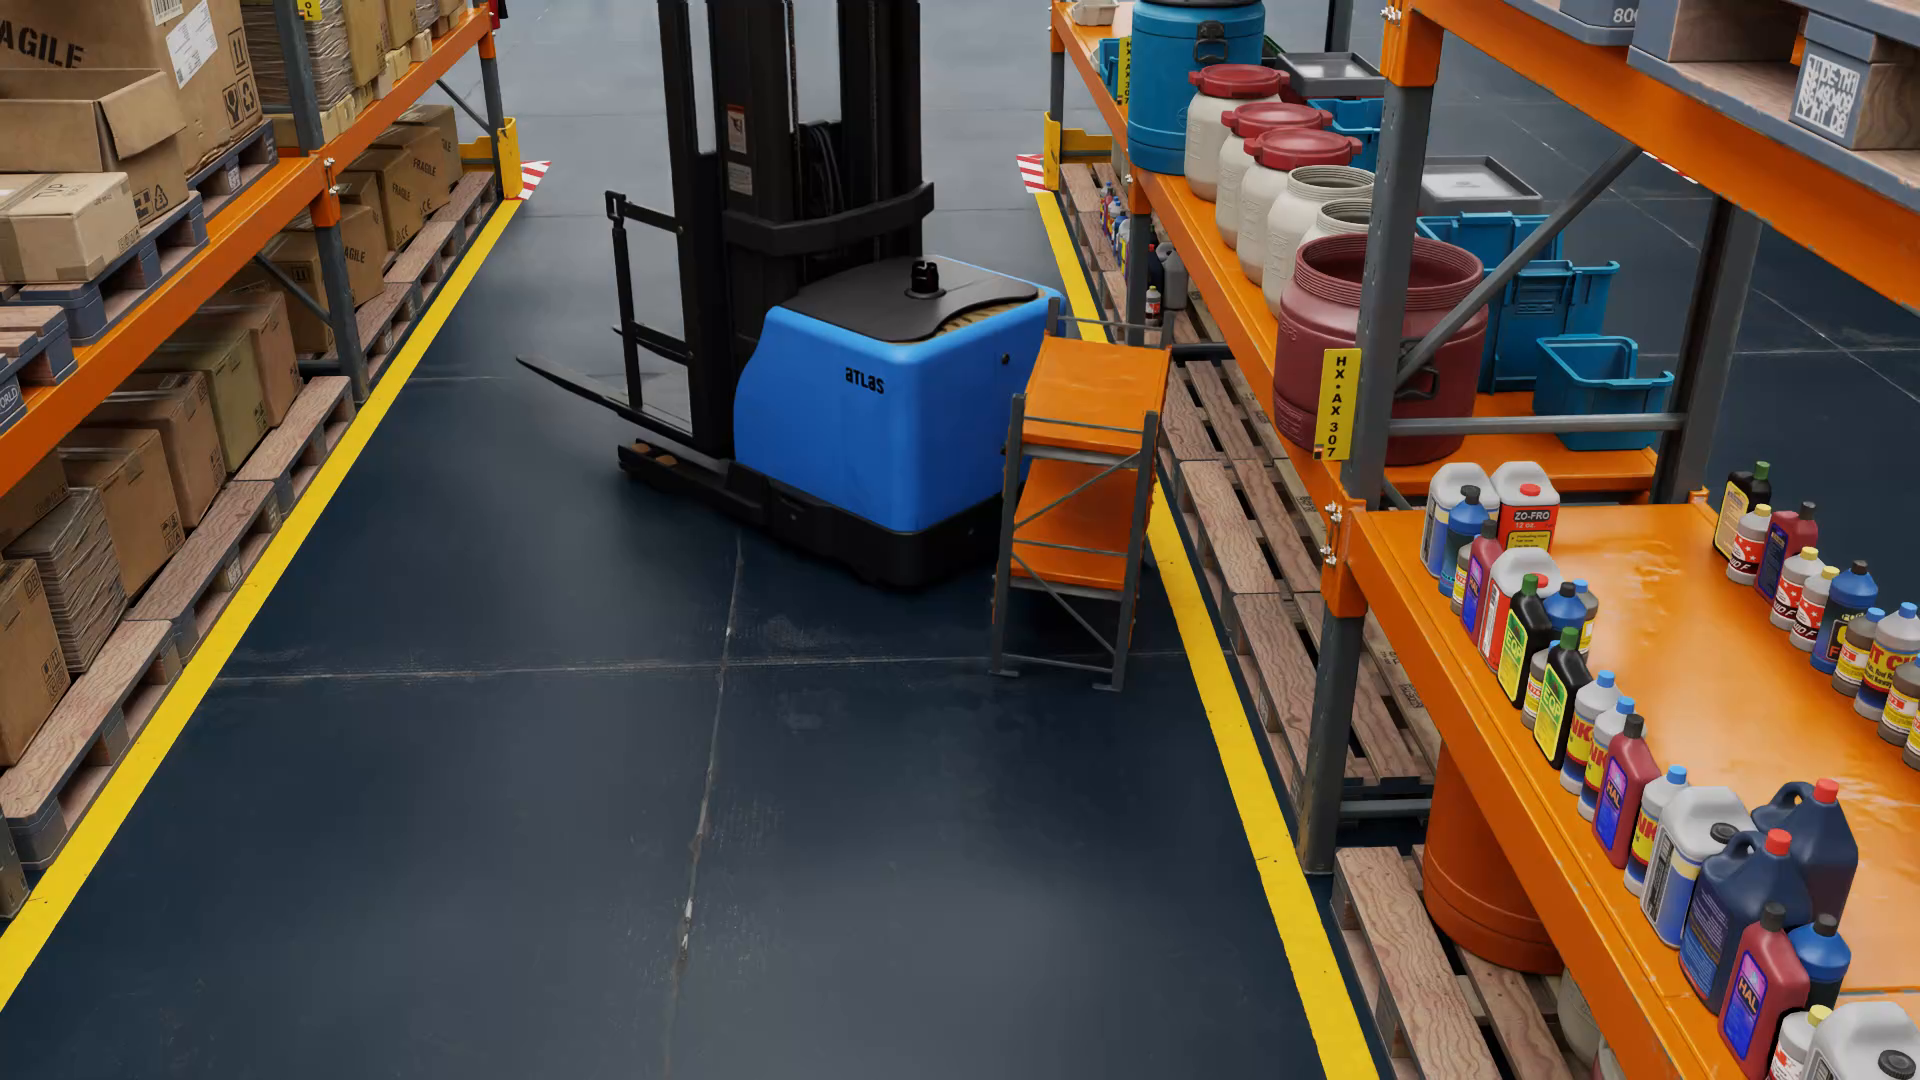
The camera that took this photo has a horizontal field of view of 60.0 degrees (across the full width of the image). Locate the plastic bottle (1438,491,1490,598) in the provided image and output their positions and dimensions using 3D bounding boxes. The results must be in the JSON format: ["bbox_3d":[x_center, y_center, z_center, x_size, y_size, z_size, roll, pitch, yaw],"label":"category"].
[{"bbox_3d":[1.255,0.007,4.132,0.097,0.271,0.097,0,28,0],"label":"plastic bottle"}]

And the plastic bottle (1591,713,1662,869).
[{"bbox_3d":[1.291,0.482,3.208,0.061,0.283,0.133,-1,28,-3],"label":"plastic bottle"}]

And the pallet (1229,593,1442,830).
[{"bbox_3d":[1.575,0.566,5.937,1.003,0.211,1.213,-1,28,-3],"label":"pallet"}]

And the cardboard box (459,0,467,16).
[{"bbox_3d":[-3.566,-3.649,11.274,0.380,0.149,0.250,-1,28,-3],"label":"cardboard box"}]

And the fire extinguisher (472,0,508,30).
[{"bbox_3d":[-3.333,-3.916,11.599,0.296,0.674,0.183,-1,28,-3],"label":"fire extinguisher"}]

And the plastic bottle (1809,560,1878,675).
[{"bbox_3d":[2.034,0.172,3.816,0.097,0.271,0.097,0,28,0],"label":"plastic bottle"}]

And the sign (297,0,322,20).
[{"bbox_3d":[-3.024,-2.568,7.678,0.100,0.325,0.005,-1,28,-3],"label":"sign"}]

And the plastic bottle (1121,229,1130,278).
[{"bbox_3d":[1.020,-1.708,9.669,0.144,0.351,0.185,-2,28,-3],"label":"plastic bottle"}]

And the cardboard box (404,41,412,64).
[{"bbox_3d":[-3.439,-2.841,9.726,0.380,0.149,0.250,-1,28,-3],"label":"cardboard box"}]

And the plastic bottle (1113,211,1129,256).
[{"bbox_3d":[0.976,-1.849,10.025,0.097,0.271,0.097,0,28,0],"label":"plastic bottle"}]

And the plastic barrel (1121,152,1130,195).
[{"bbox_3d":[1.296,-2.556,11.143,0.421,0.512,0.421,0,28,0],"label":"plastic barrel"}]

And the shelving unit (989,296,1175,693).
[{"bbox_3d":[0.478,-0.201,6.380,0.538,1.125,1.048,8,28,7],"label":"shelving unit"}]

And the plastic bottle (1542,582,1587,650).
[{"bbox_3d":[1.340,0.219,3.725,0.097,0.271,0.097,0,28,0],"label":"plastic bottle"}]

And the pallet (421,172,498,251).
[{"bbox_3d":[-3.776,-2.239,11.315,1.003,0.211,1.213,-1,28,-3],"label":"pallet"}]

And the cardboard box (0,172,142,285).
[{"bbox_3d":[-3.227,-1.091,5.807,0.500,0.250,0.500,-2,28,-4],"label":"cardboard box"}]

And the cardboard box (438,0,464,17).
[{"bbox_3d":[-3.640,-3.580,10.441,0.875,0.500,0.500,-1,28,-3],"label":"cardboard box"}]

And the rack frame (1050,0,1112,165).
[{"bbox_3d":[1.159,-4.006,11.688,1.000,3.000,0.127,-1,28,-3],"label":"rack frame"}]

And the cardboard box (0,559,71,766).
[{"bbox_3d":[-3.424,0.412,5.443,0.700,0.500,0.500,-3,28,-5],"label":"cardboard box"}]

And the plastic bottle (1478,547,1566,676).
[{"bbox_3d":[1.301,0.165,3.825,0.152,0.276,0.135,-1,28,-3],"label":"plastic bottle"}]

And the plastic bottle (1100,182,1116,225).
[{"bbox_3d":[0.943,-2.147,10.597,0.097,0.271,0.097,0,28,0],"label":"plastic bottle"}]

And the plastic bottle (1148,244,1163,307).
[{"bbox_3d":[1.047,-1.470,9.214,0.144,0.351,0.185,-2,28,-4],"label":"plastic bottle"}]

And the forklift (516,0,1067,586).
[{"bbox_3d":[-0.959,-1.682,7.305,3.031,2.935,1.130,23,35,37],"label":"forklift"}]

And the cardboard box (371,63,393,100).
[{"bbox_3d":[-3.324,-2.497,9.065,0.380,0.149,0.250,-1,28,-3],"label":"cardboard box"}]

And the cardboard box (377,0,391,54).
[{"bbox_3d":[-3.658,-2.885,9.108,0.875,0.500,0.500,-1,28,-3],"label":"cardboard box"}]

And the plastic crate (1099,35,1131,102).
[{"bbox_3d":[1.039,-2.598,9.148,0.499,0.251,0.616,-1,28,-3],"label":"plastic crate"}]

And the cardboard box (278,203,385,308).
[{"bbox_3d":[-3.597,-1.567,9.260,0.500,0.500,0.500,7,28,14],"label":"cardboard box"}]

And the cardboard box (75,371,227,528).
[{"bbox_3d":[-3.532,-0.363,6.930,0.700,0.500,0.500,-4,28,-7],"label":"cardboard box"}]

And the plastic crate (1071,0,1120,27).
[{"bbox_3d":[0.885,-3.468,10.941,0.298,0.136,0.250,-1,28,-3],"label":"plastic crate"}]

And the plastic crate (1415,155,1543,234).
[{"bbox_3d":[1.798,-1.094,6.034,0.402,0.464,0.583,-1,28,-3],"label":"plastic crate"}]

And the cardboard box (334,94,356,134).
[{"bbox_3d":[-3.289,-2.150,8.401,0.380,0.149,0.250,-1,28,-3],"label":"cardboard box"}]

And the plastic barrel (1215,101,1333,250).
[{"bbox_3d":[1.237,-1.433,6.607,0.433,0.535,0.433,0,28,0],"label":"plastic barrel"}]

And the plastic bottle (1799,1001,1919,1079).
[{"bbox_3d":[1.378,0.845,2.519,0.152,0.276,0.135,-1,28,-3],"label":"plastic bottle"}]

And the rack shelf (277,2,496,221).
[{"bbox_3d":[-3.683,-2.644,9.854,1.077,0.370,4.000,-1,28,-3],"label":"rack shelf"}]

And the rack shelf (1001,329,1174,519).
[{"bbox_3d":[0.496,-0.459,6.242,0.538,0.278,1.000,8,28,7],"label":"rack shelf"}]

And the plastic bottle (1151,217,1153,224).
[{"bbox_3d":[1.121,-1.756,9.835,0.061,0.283,0.133,-1,28,-3],"label":"plastic bottle"}]

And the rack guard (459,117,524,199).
[{"bbox_3d":[-3.783,-2.743,11.969,1.175,0.500,0.348,-1,28,-3],"label":"rack guard"}]

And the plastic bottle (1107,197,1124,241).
[{"bbox_3d":[0.961,-1.988,10.293,0.097,0.271,0.097,0,28,0],"label":"plastic bottle"}]

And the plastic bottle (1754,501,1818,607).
[{"bbox_3d":[2.036,0.023,4.088,0.061,0.283,0.133,-1,28,-3],"label":"plastic bottle"}]

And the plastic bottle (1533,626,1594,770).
[{"bbox_3d":[1.274,0.331,3.498,0.061,0.283,0.133,-1,28,-3],"label":"plastic bottle"}]

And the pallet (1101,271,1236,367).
[{"bbox_3d":[1.375,-1.234,9.387,1.003,0.211,1.213,-1,28,-3],"label":"pallet"}]

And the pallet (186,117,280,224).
[{"bbox_3d":[-3.684,-1.598,7.277,1.003,0.211,1.213,-1,28,-3],"label":"pallet"}]

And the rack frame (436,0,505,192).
[{"bbox_3d":[-3.787,-3.887,11.458,1.000,3.000,0.127,-1,28,-3],"label":"rack frame"}]

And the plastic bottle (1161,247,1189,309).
[{"bbox_3d":[1.191,-1.473,9.220,0.144,0.351,0.185,-1,28,-3],"label":"plastic bottle"}]

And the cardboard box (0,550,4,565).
[{"bbox_3d":[-3.434,0.080,5.269,0.500,0.250,0.500,0,28,-1],"label":"cardboard box"}]

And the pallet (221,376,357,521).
[{"bbox_3d":[-3.536,-0.443,7.872,1.003,0.211,1.213,-1,28,-3],"label":"pallet"}]

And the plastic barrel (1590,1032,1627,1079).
[{"bbox_3d":[1.678,1.318,3.632,0.600,0.588,0.708,-1,28,-3],"label":"plastic barrel"}]

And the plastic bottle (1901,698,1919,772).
[{"bbox_3d":[2.054,0.383,3.487,0.097,0.201,0.097,0,28,0],"label":"plastic bottle"}]

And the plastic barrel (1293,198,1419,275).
[{"bbox_3d":[1.310,-0.831,5.479,0.421,0.512,0.421,0,28,0],"label":"plastic barrel"}]

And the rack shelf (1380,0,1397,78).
[{"bbox_3d":[1.472,-2.246,5.848,1.077,0.370,4.000,-1,28,-3],"label":"rack shelf"}]

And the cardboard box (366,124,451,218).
[{"bbox_3d":[-3.706,-2.400,10.858,0.500,0.500,0.500,6,28,11],"label":"cardboard box"}]

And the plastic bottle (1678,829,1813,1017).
[{"bbox_3d":[1.353,0.632,2.848,0.144,0.351,0.185,-1,28,-3],"label":"plastic bottle"}]

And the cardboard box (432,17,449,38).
[{"bbox_3d":[-3.491,-3.303,10.611,0.380,0.149,0.250,-1,28,-3],"label":"cardboard box"}]

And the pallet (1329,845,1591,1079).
[{"bbox_3d":[1.660,1.288,4.553,1.003,0.211,1.213,-1,28,-3],"label":"pallet"}]
